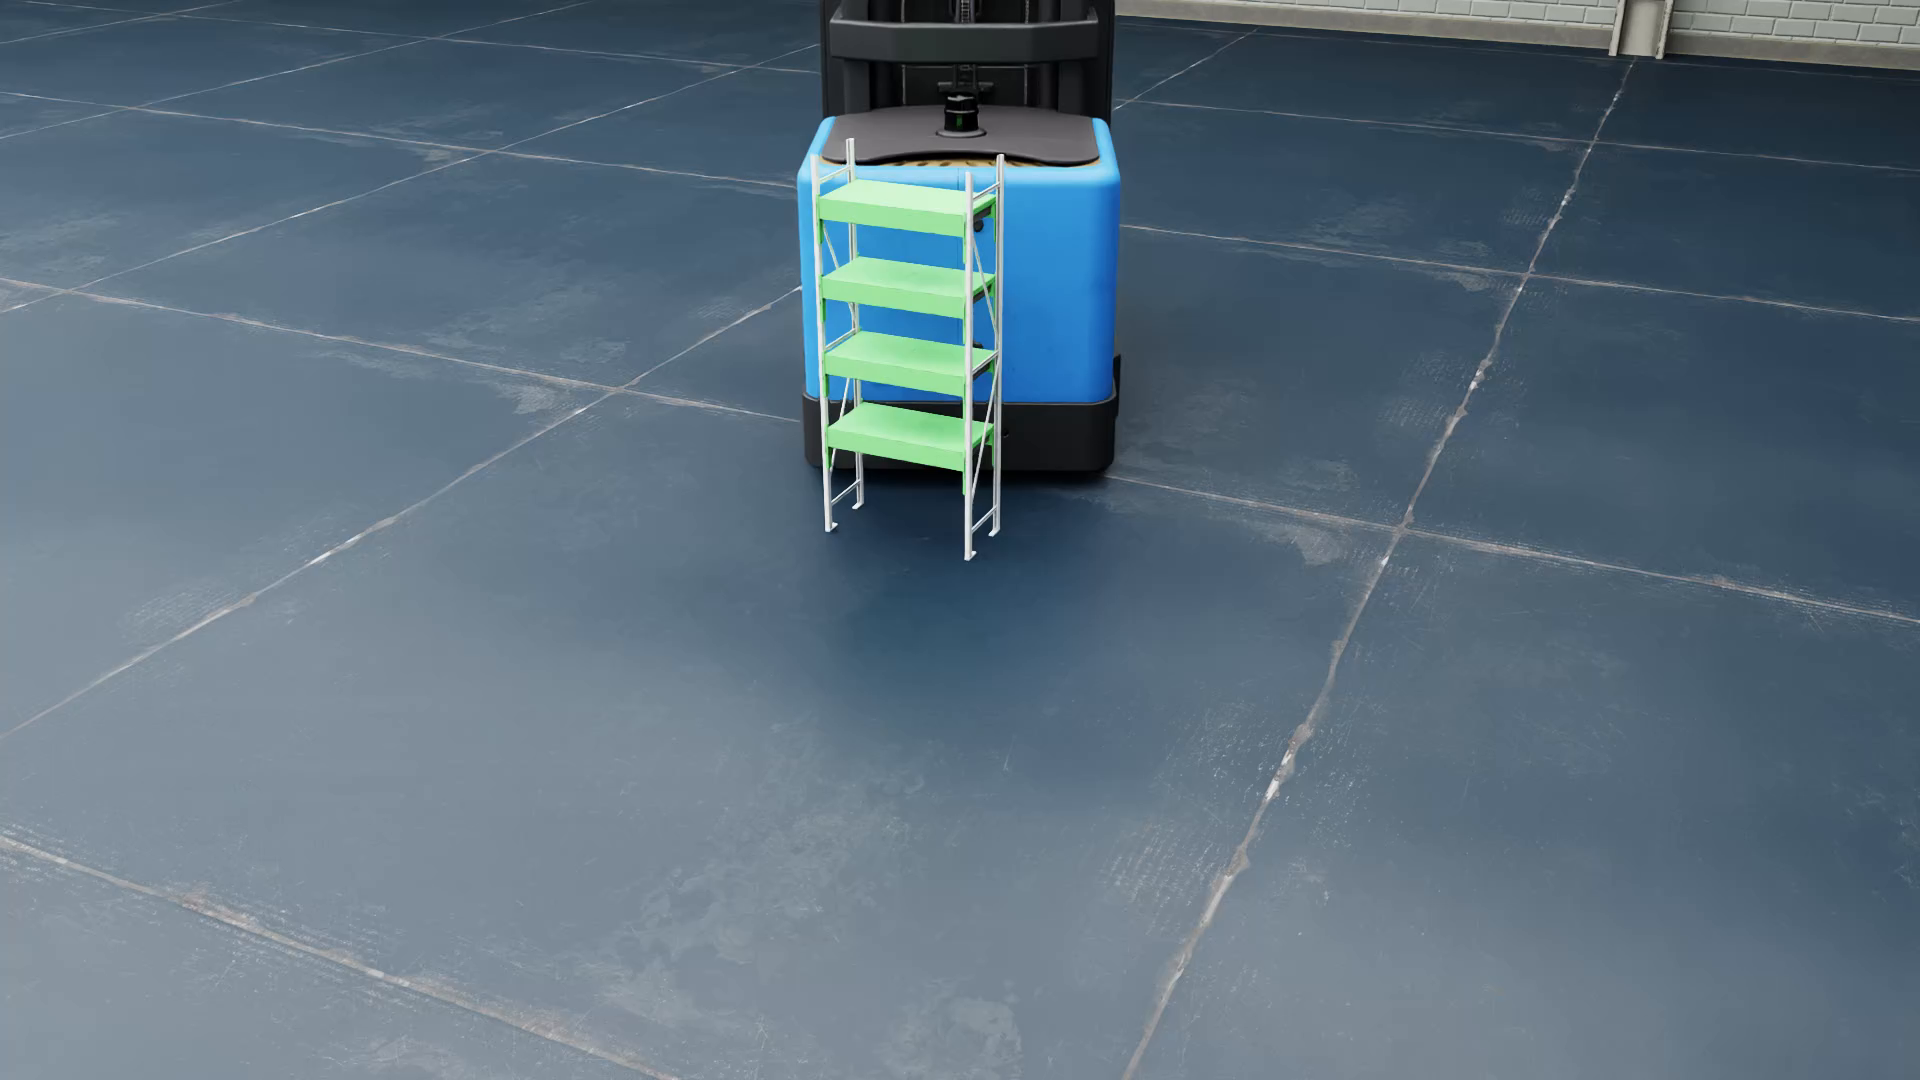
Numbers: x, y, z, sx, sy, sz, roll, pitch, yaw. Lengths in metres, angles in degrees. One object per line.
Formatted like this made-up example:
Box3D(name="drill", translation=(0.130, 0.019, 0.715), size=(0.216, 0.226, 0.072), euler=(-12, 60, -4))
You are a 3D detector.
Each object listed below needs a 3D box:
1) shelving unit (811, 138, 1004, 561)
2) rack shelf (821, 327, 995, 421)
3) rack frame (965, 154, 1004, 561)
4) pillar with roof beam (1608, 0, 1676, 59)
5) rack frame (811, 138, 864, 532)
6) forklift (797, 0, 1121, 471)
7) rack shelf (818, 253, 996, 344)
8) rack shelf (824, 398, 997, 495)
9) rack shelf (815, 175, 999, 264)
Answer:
Box3D(name="shelving unit", translation=(-0.151, -0.569, 5.046), size=(0.503, 1.200, 0.258), euler=(11, 28, 22))
Box3D(name="rack shelf", translation=(-0.151, -0.511, 5.075), size=(0.480, 0.148, 0.258), euler=(11, 28, 22))
Box3D(name="rack frame", translation=(0.071, -0.524, 4.956), size=(0.015, 1.200, 0.240), euler=(11, 28, 22))
Box3D(name="pillar with roof beam", translation=(3.485, -6.087, 7.426), size=(0.400, 9.000, 9.100), euler=(11, 28, 22))
Box3D(name="rack frame", translation=(-0.373, -0.613, 5.137), size=(0.015, 1.200, 0.240), euler=(11, 28, 22))
Box3D(name="forklift", translation=(0.032, -2.153, 6.304), size=(1.130, 2.935, 3.031), euler=(1, 26, 1))
Box3D(name="rack shelf", translation=(-0.151, -0.727, 4.969), size=(0.480, 0.148, 0.258), euler=(11, 28, 22))
Box3D(name="rack shelf", translation=(-0.151, -0.296, 5.181), size=(0.480, 0.148, 0.258), euler=(11, 28, 22))
Box3D(name="rack shelf", translation=(-0.151, -0.942, 4.863), size=(0.480, 0.148, 0.258), euler=(11, 28, 22))
